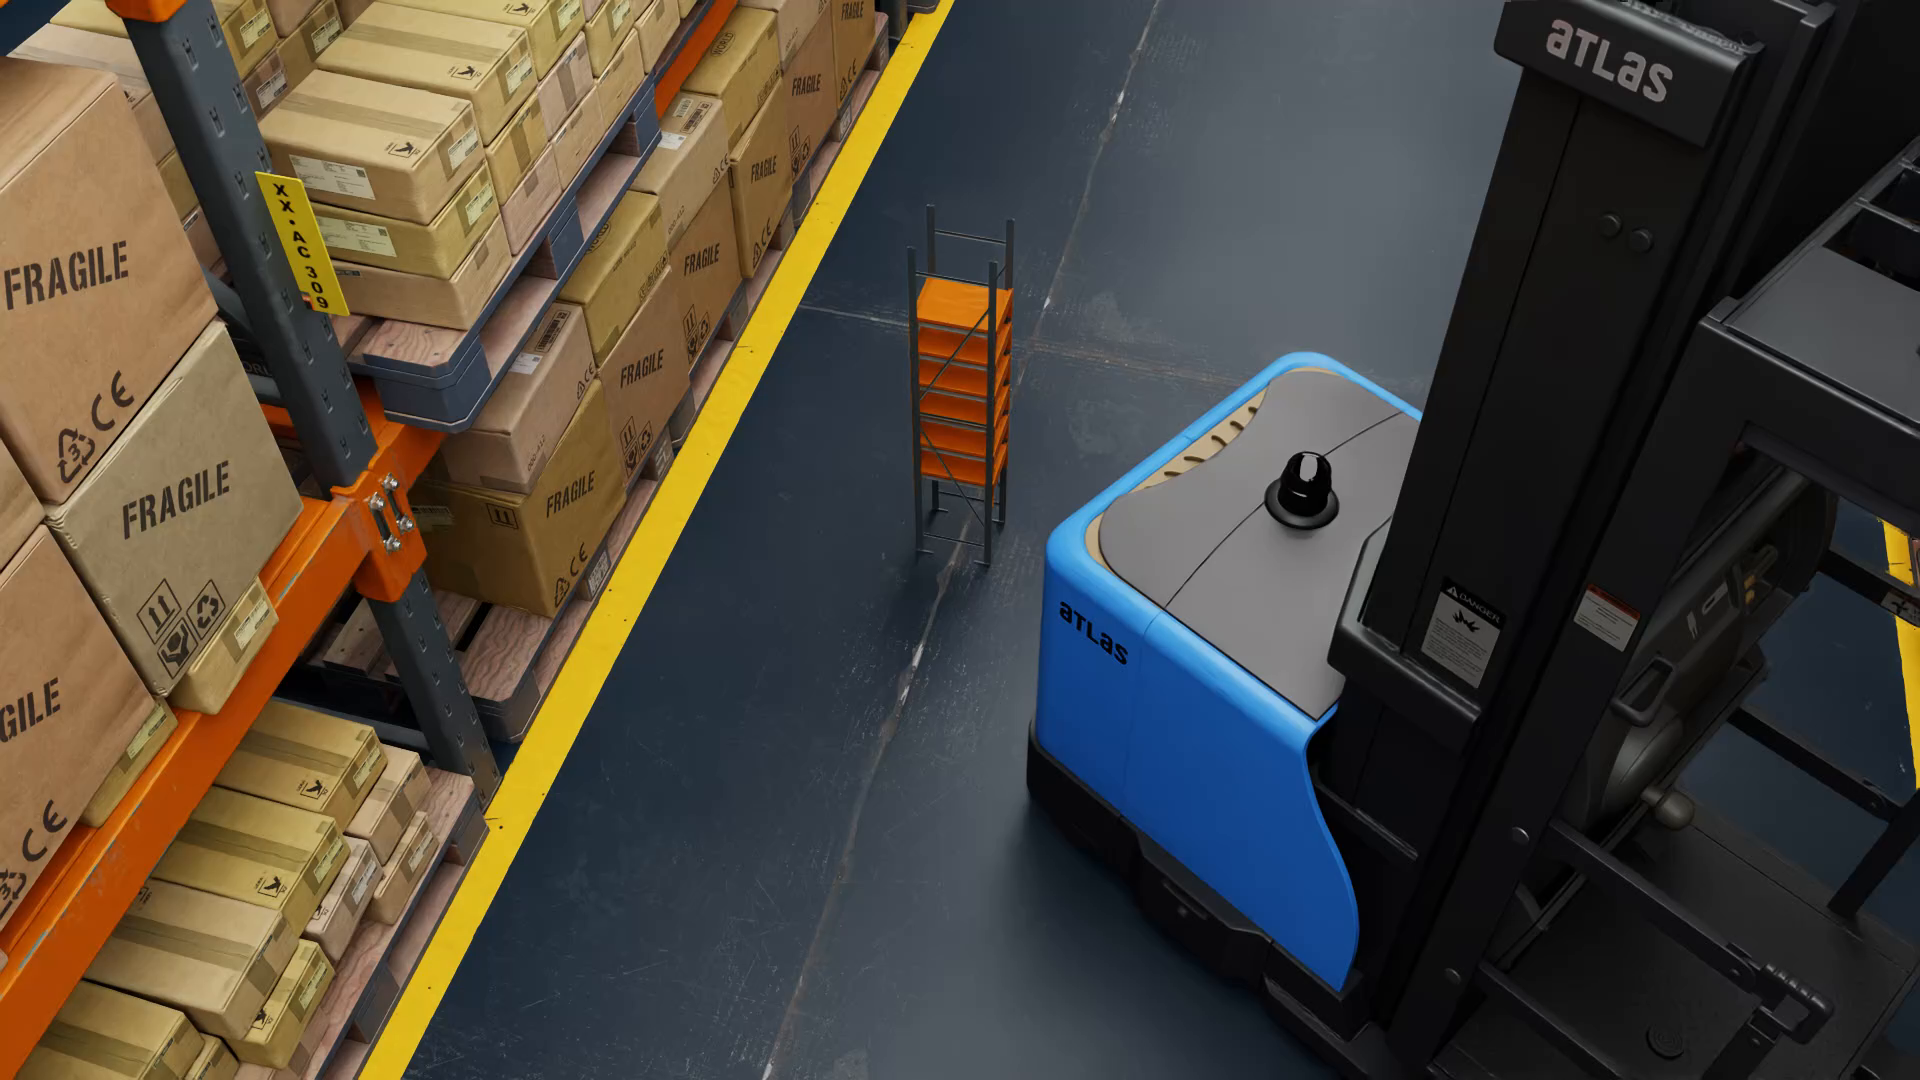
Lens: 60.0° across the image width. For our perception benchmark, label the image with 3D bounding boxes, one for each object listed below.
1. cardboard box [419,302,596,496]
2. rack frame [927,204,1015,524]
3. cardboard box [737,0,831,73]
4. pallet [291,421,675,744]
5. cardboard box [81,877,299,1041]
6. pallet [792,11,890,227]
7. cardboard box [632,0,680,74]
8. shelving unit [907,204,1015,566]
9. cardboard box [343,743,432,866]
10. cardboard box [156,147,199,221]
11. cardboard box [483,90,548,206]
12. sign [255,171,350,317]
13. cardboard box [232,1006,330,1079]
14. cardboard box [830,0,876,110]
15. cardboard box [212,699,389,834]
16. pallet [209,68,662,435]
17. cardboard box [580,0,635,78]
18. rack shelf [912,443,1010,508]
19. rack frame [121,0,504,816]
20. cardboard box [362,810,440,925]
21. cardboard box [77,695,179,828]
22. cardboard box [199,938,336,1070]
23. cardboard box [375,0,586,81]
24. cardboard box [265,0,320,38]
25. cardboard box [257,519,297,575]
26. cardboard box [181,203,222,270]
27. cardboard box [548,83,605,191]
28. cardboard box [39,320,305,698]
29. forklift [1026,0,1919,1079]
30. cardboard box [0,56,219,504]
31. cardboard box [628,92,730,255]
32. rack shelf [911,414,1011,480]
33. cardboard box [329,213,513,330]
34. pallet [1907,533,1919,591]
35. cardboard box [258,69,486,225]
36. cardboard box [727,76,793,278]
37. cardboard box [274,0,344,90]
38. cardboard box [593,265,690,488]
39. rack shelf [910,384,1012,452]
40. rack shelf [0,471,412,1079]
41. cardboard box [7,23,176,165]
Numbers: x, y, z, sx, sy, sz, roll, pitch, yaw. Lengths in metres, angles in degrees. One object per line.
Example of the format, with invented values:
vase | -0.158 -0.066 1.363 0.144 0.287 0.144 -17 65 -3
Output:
cardboard box | -1.328 -0.416 4.504 0.500 0.250 0.500 10 49 8
rack frame | 0.028 -0.474 4.868 0.240 1.200 0.006 12 50 10
cardboard box | -0.774 -1.913 5.825 0.500 0.250 0.500 12 50 11
pallet | -1.573 -0.015 5.122 1.003 0.211 1.213 12 50 10
cardboard box | -1.707 0.917 3.665 0.380 0.149 0.250 11 50 10
pallet | -0.931 -1.779 6.680 1.003 0.211 1.213 12 50 10
cardboard box | -0.959 -1.371 4.347 0.380 0.149 0.250 10 49 8
shelving unit | 0.004 -0.407 4.809 0.258 1.200 0.189 12 50 10
cardboard box | -1.553 0.623 4.123 0.380 0.149 0.250 12 50 11
cardboard box | -1.863 -0.855 3.693 0.380 0.149 0.250 13 50 11
cardboard box | -1.163 -0.910 3.742 0.380 0.149 0.250 11 49 9
sign | -1.251 -0.559 3.165 0.100 0.325 0.005 12 50 10
cardboard box | -1.708 1.157 3.850 0.380 0.149 0.250 10 49 9
cardboard box | -0.645 -2.051 6.447 0.500 0.500 0.500 11 50 10
cardboard box | -1.619 0.542 3.995 0.380 0.149 0.250 13 50 11
pallet | -1.435 -0.834 4.114 1.003 0.211 1.213 12 50 10
cardboard box | -1.028 -1.285 4.073 0.380 0.149 0.250 10 49 8
rack shelf | 0.004 -0.219 5.023 0.258 0.103 0.180 12 50 10
rack frame | -1.777 -0.374 3.579 1.000 3.000 0.127 12 50 10
cardboard box | -1.551 0.781 4.181 0.380 0.149 0.250 12 50 11
cardboard box | -1.717 0.351 3.107 0.380 0.149 0.250 13 50 12
cardboard box | -1.666 1.018 3.774 0.380 0.149 0.250 10 49 9
cardboard box | -1.092 -1.208 3.807 0.380 0.149 0.250 12 50 10
cardboard box | -1.720 -1.336 3.919 0.380 0.149 0.250 10 49 9
cardboard box | -1.626 -0.038 3.450 0.380 0.149 0.250 11 50 10
cardboard box | -1.863 -0.756 3.804 0.380 0.149 0.250 11 49 9
cardboard box | -1.093 -1.006 4.024 0.380 0.149 0.250 12 50 10
cardboard box | -1.632 -0.100 3.072 0.500 0.500 0.500 12 50 10
forklift | 1.572 0.273 3.054 1.130 2.935 3.031 -36 58 -28
cardboard box | -1.640 -0.443 2.708 0.500 0.500 0.500 10 49 9
cardboard box | -1.051 -1.170 5.169 0.500 0.250 0.500 13 50 11
rack shelf | 0.004 -0.299 4.933 0.258 0.103 0.180 12 50 10
cardboard box | -1.230 -0.624 3.687 0.380 0.149 0.250 9 49 8
pallet | 3.431 0.143 4.983 1.003 0.211 1.213 12 50 10
cardboard box | -1.230 -0.821 3.464 0.380 0.149 0.250 14 50 12
cardboard box | -0.909 -1.291 5.776 0.500 0.500 0.500 10 49 8
cardboard box | -1.726 -1.225 4.019 0.380 0.149 0.250 14 50 12
cardboard box | -1.189 -0.551 5.123 0.500 0.500 0.500 14 50 12
rack shelf | 0.004 -0.378 4.843 0.258 0.103 0.180 12 50 10
rack shelf | -2.303 1.311 2.572 1.077 0.370 4.000 12 50 10
cardboard box | -1.860 -0.955 3.583 0.380 0.149 0.250 14 50 12
